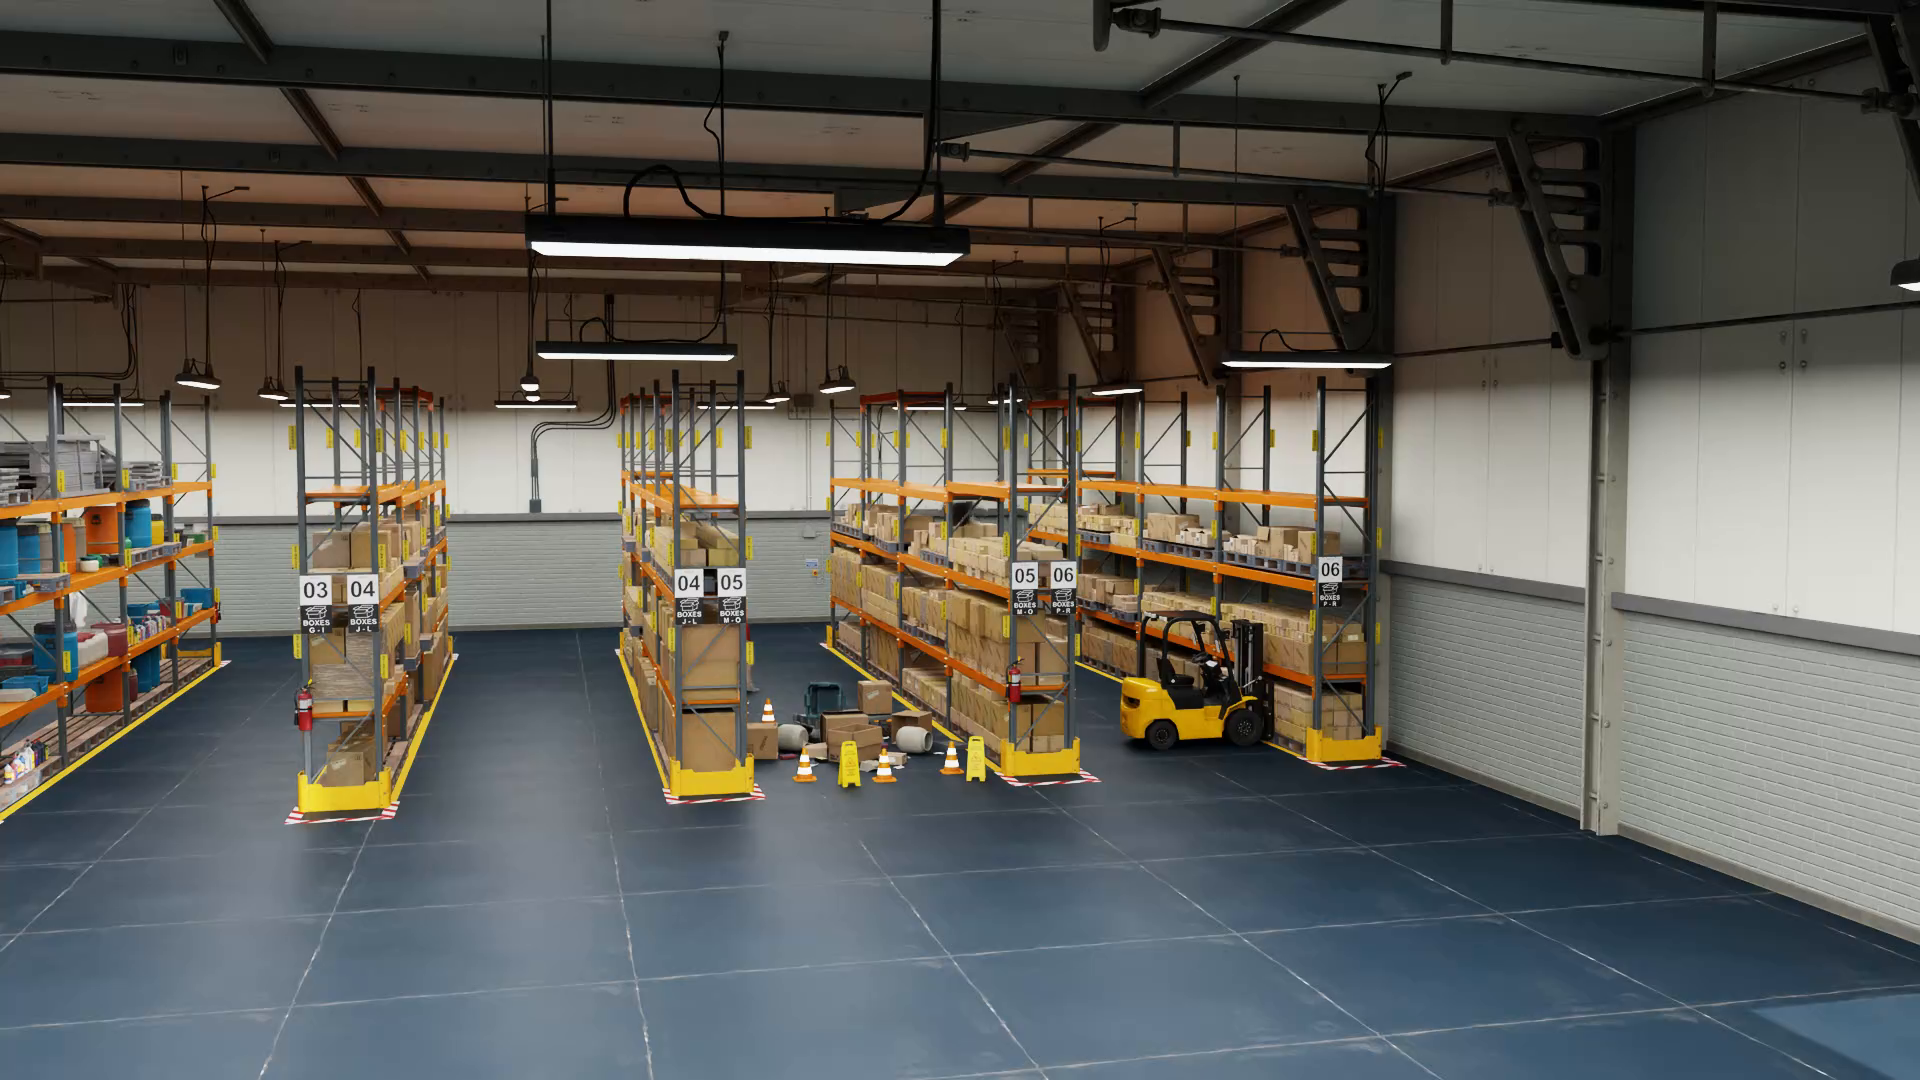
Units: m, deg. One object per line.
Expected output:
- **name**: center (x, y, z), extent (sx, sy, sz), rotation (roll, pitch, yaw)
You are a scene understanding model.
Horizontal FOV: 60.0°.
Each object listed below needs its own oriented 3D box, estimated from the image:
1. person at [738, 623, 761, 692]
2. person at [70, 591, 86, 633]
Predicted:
- **person**: center (-4.299, 2.163, 33.289), extent (0.546, 1.744, 0.587), rotation (-1, 4, -18)
- **person**: center (-20.687, 1.805, 38.697), extent (0.646, 1.789, 0.448), rotation (-2, 4, -31)
